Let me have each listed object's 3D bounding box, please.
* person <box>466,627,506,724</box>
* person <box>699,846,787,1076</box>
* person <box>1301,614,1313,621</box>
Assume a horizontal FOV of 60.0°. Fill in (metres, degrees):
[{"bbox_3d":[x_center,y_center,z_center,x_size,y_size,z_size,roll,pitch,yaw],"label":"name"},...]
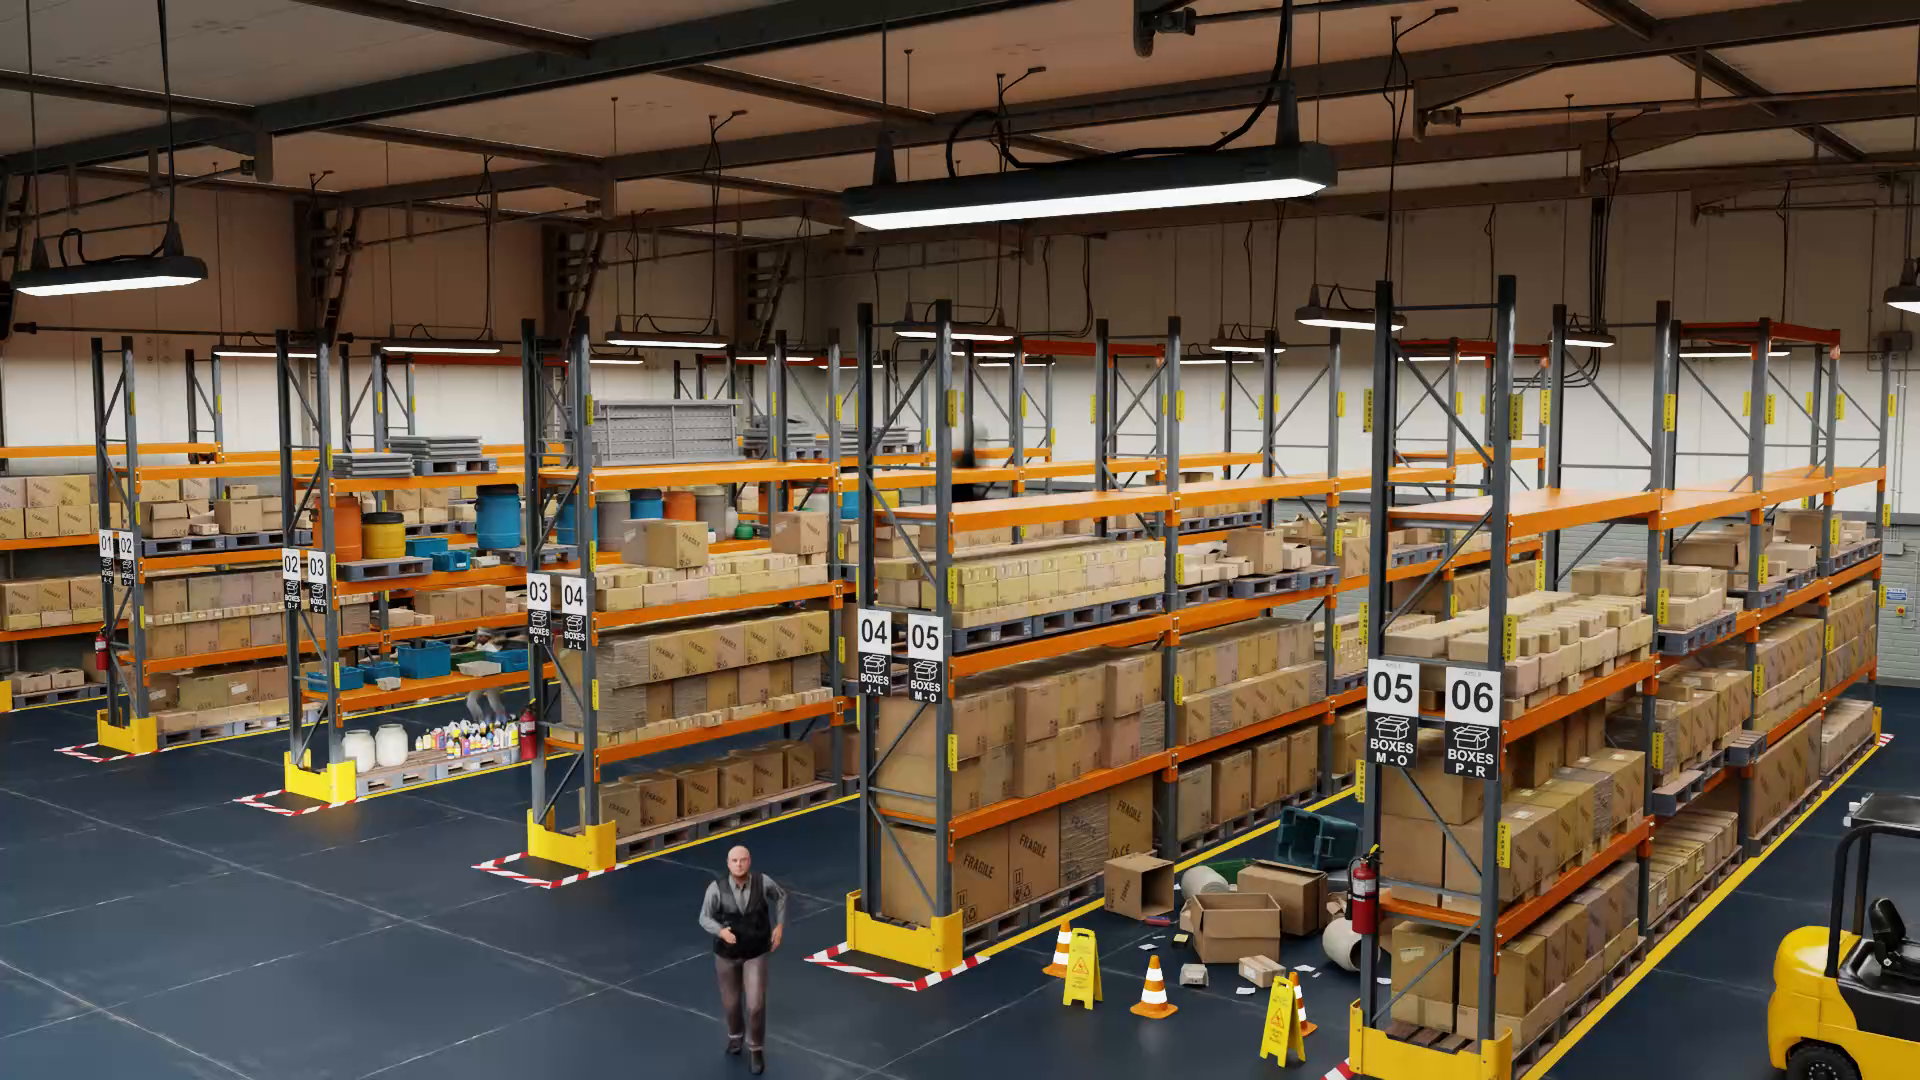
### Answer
[{"bbox_3d":[-7.160,2.148,25.095,0.536,1.726,0.801,3,6,30],"label":"person"},{"bbox_3d":[-1.659,3.210,12.737,0.666,1.767,0.733,0,5,-5],"label":"person"},{"bbox_3d":[5.431,2.046,25.802,0.746,1.831,0.965,3,6,35],"label":"person"}]
